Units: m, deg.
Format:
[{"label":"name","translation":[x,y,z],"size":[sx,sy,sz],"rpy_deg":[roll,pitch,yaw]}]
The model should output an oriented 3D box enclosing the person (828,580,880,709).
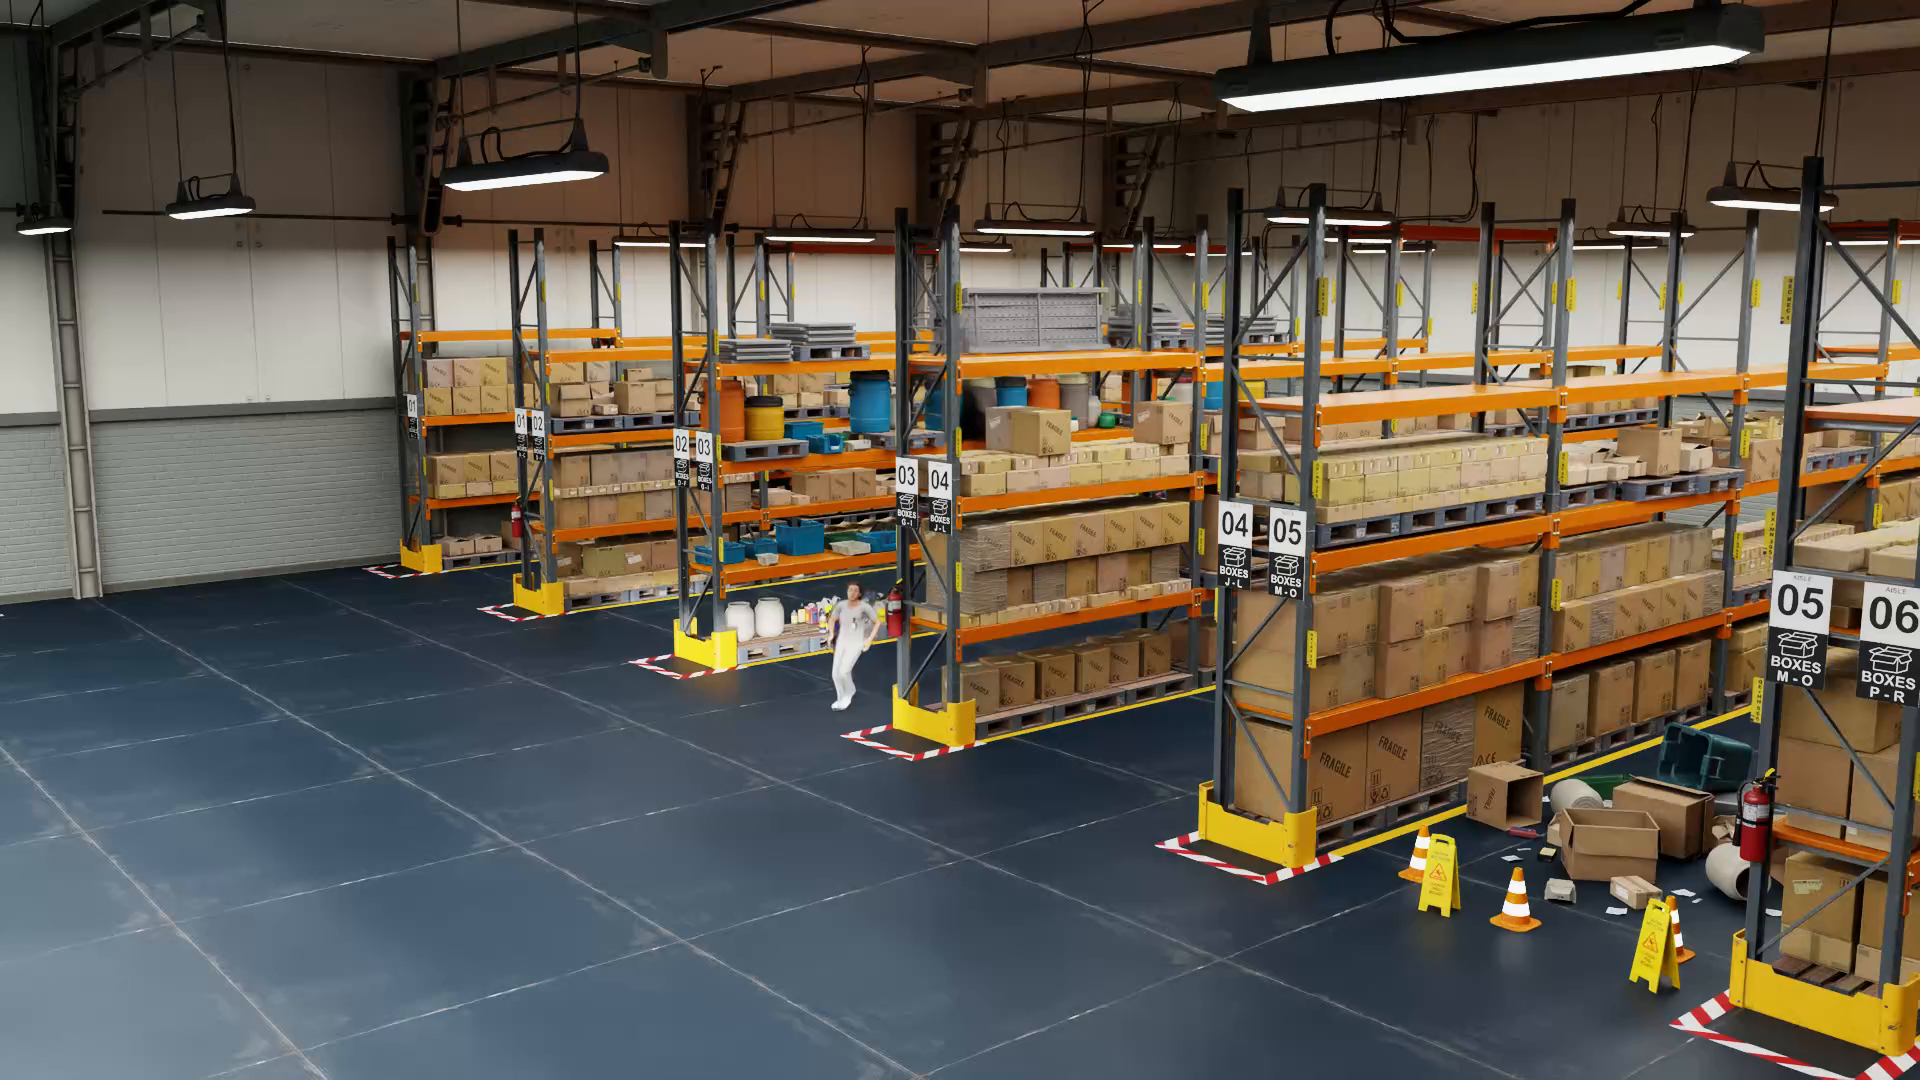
[{"label":"person","translation":[-1.326,1.288,20.115],"size":[0.621,1.620,0.579],"rpy_deg":[4,10,25]}]
